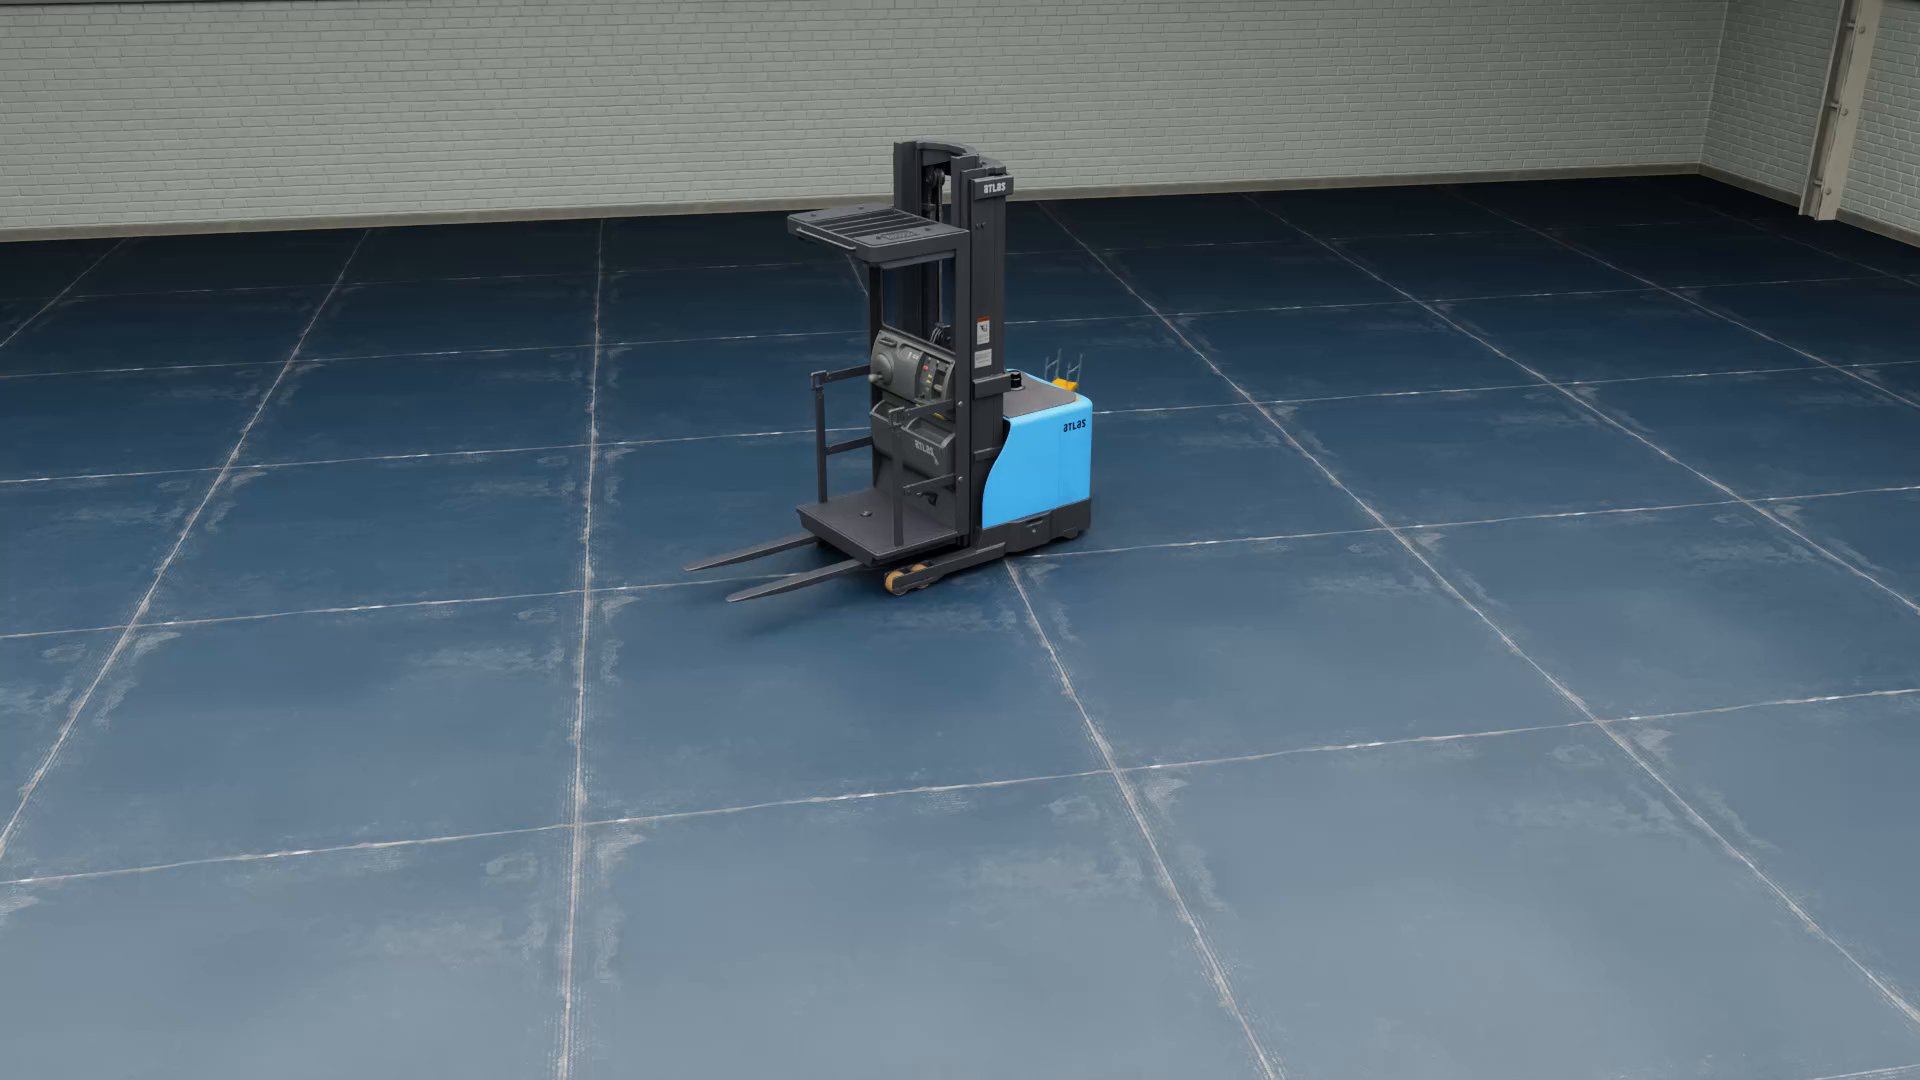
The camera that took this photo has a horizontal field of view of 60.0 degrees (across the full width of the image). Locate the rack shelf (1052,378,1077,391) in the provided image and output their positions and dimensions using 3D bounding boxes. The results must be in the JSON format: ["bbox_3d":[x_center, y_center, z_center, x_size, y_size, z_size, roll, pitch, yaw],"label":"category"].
[{"bbox_3d":[0.777,-1.151,12.820,0.180,0.103,0.258,17,30,23],"label":"rack shelf"}]

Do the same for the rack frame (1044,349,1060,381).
[{"bbox_3d":[0.676,-0.895,12.999,0.006,1.200,0.240,17,30,23],"label":"rack frame"}]

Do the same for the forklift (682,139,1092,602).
[{"bbox_3d":[-0.502,-1.196,11.569,3.031,2.935,1.130,-16,28,-33],"label":"forklift"}]

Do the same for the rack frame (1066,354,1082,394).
[{"bbox_3d":[0.837,-0.846,12.927,0.006,1.200,0.240,17,30,23],"label":"rack frame"}]

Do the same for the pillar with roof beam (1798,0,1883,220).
[{"bbox_3d":[7.383,-8.186,19.992,9.100,9.000,0.400,-4,24,-10],"label":"pillar with roof beam"}]

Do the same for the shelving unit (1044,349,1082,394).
[{"bbox_3d":[0.756,-0.870,12.963,0.189,1.200,0.258,17,30,23],"label":"shelving unit"}]
